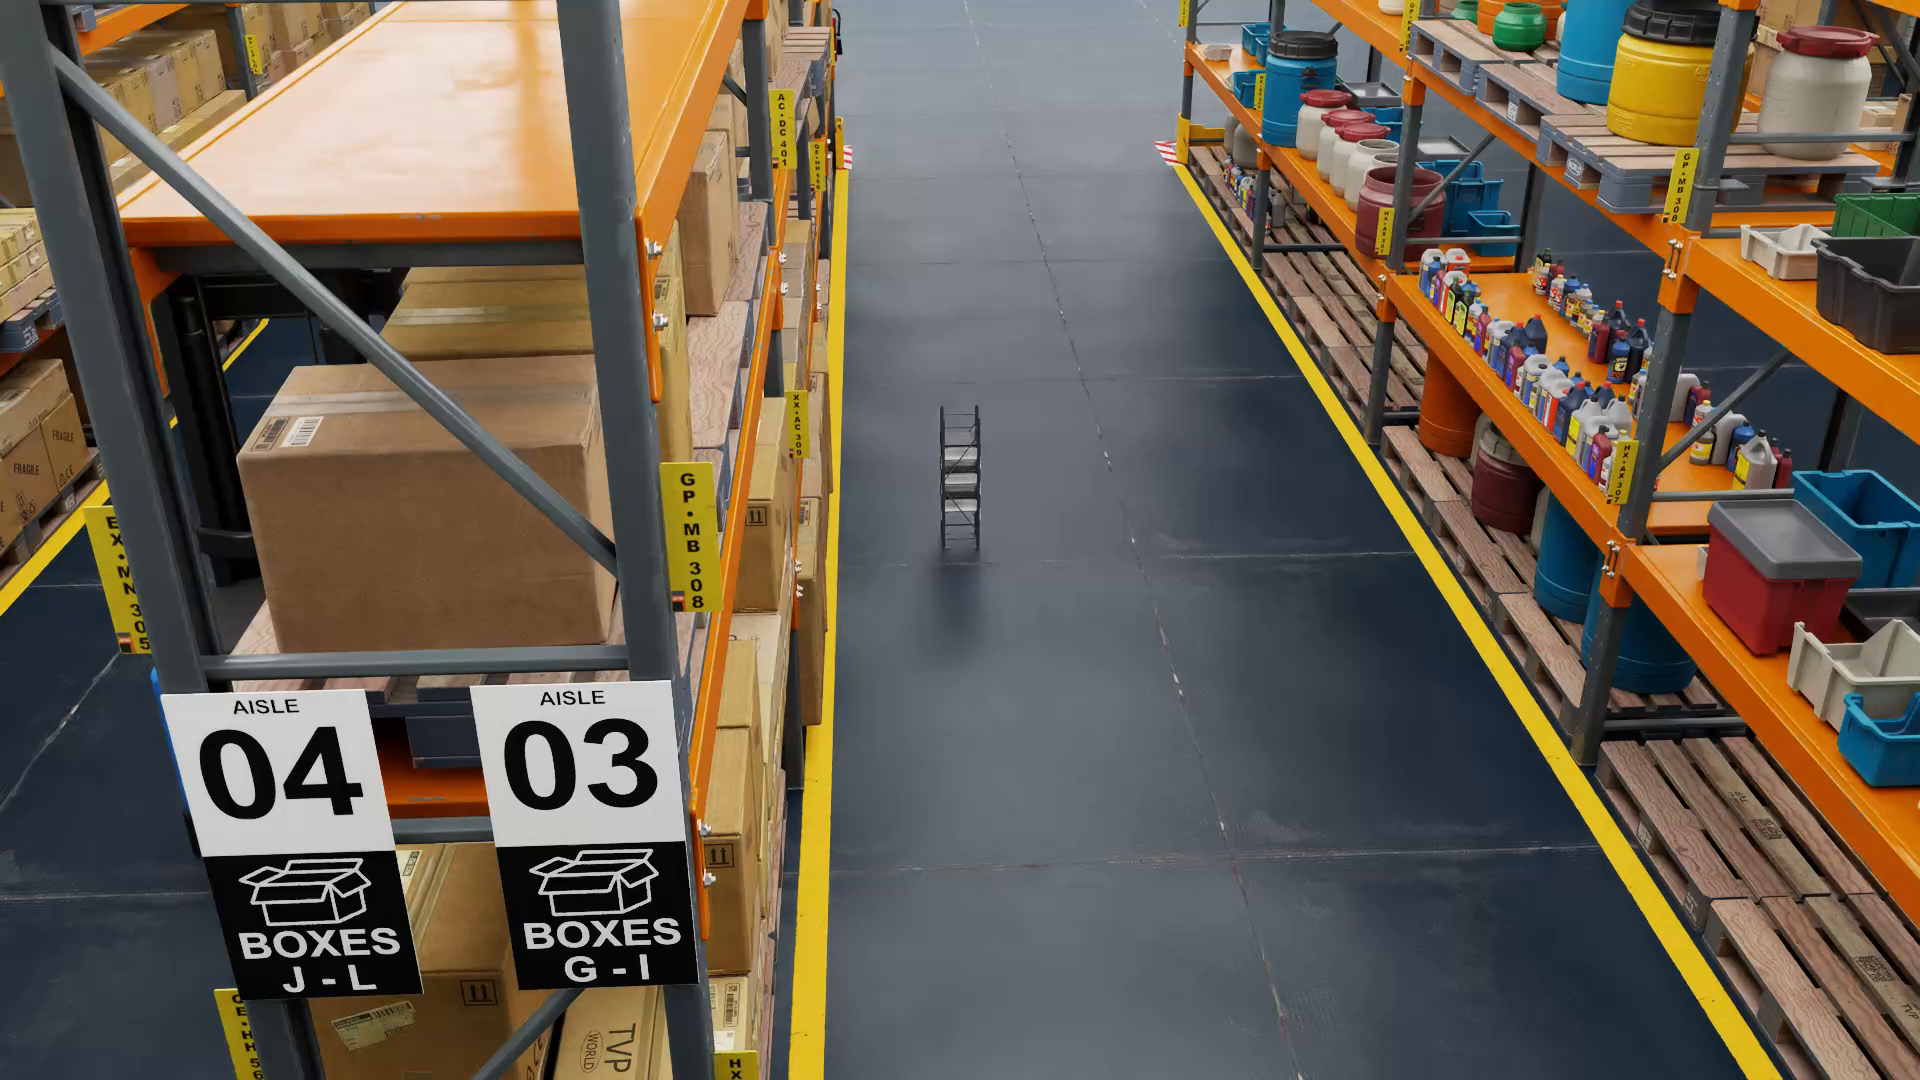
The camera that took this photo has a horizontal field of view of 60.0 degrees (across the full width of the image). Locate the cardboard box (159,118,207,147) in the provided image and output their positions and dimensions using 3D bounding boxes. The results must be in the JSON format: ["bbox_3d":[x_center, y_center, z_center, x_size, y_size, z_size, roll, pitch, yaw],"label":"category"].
[{"bbox_3d":[-6.314,-3.051,13.247,0.500,0.500,0.500,-1,28,-2],"label":"cardboard box"}]

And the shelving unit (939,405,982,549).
[{"bbox_3d":[0.000,-0.395,10.535,0.258,0.900,0.210,-1,28,-3],"label":"shelving unit"}]

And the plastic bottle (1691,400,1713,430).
[{"bbox_3d":[4.010,-0.654,8.975,0.097,0.201,0.097,0,28,0],"label":"plastic bottle"}]

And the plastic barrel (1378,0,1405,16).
[{"bbox_3d":[3.153,-3.903,11.896,0.301,0.262,0.301,0,28,0],"label":"plastic barrel"}]

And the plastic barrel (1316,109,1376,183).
[{"bbox_3d":[3.113,-3.175,13.446,0.433,0.535,0.433,0,28,0],"label":"plastic barrel"}]

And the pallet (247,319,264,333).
[{"bbox_3d":[-6.545,-2.117,14.580,1.003,0.211,1.213,-1,28,-3],"label":"pallet"}]

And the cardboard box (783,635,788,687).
[{"bbox_3d":[-0.901,0.514,6.792,0.380,0.149,0.250,-1,28,-2],"label":"cardboard box"}]

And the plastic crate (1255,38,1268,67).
[{"bbox_3d":[3.388,-5.158,17.556,0.499,0.251,0.408,-1,28,-3],"label":"plastic crate"}]

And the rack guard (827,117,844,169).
[{"bbox_3d":[-1.907,-4.485,18.808,1.175,0.500,0.348,-1,28,-3],"label":"rack guard"}]

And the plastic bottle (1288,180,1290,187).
[{"bbox_3d":[3.448,-3.781,17.217,0.061,0.283,0.133,-1,28,-3],"label":"plastic bottle"}]

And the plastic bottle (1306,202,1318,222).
[{"bbox_3d":[3.472,-3.300,16.223,0.144,0.351,0.185,-1,28,-3],"label":"plastic bottle"}]

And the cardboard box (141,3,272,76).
[{"bbox_3d":[-6.646,-4.424,14.659,0.875,0.550,0.550,-1,28,-3],"label":"cardboard box"}]

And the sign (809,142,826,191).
[{"bbox_3d":[-0.939,-2.462,10.974,0.100,0.325,0.005,-1,28,-3],"label":"sign"}]

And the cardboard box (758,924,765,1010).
[{"bbox_3d":[-0.808,1.343,5.202,0.380,0.149,0.250,-2,28,-3],"label":"cardboard box"}]

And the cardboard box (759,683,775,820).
[{"bbox_3d":[-0.920,0.755,5.900,0.500,0.250,0.500,-2,28,-4],"label":"cardboard box"}]

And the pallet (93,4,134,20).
[{"bbox_3d":[-6.600,-3.919,11.981,1.003,0.211,1.213,0,28,0],"label":"pallet"}]

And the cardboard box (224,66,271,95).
[{"bbox_3d":[-6.692,-3.944,14.906,0.875,0.550,0.550,-1,28,-3],"label":"cardboard box"}]

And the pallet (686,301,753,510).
[{"bbox_3d":[-1.192,-0.437,5.196,1.003,0.211,1.213,-1,28,-3],"label":"pallet"}]

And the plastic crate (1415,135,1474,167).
[{"bbox_3d":[3.674,-2.835,12.873,0.402,0.464,0.583,-1,28,-3],"label":"plastic crate"}]

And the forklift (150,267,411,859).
[{"bbox_3d":[-3.236,-0.464,8.470,1.130,2.935,3.031,-3,28,-6],"label":"forklift"}]

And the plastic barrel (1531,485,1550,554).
[{"bbox_3d":[3.673,-0.131,9.993,0.421,0.512,0.421,0,28,0],"label":"plastic barrel"}]

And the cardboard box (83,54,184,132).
[{"bbox_3d":[-6.574,-3.495,13.019,0.700,0.500,0.500,-1,28,-2],"label":"cardboard box"}]

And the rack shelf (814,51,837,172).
[{"bbox_3d":[-1.807,-4.385,16.692,1.077,0.370,4.000,-1,28,-3],"label":"rack shelf"}]

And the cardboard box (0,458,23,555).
[{"bbox_3d":[-6.089,-0.157,10.056,0.500,0.500,0.500,-3,28,-5],"label":"cardboard box"}]

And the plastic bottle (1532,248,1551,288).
[{"bbox_3d":[3.900,-1.825,11.131,0.061,0.283,0.133,-1,28,-3],"label":"plastic bottle"}]

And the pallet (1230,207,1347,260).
[{"bbox_3d":[3.251,-2.975,16.226,1.003,0.211,1.213,-1,28,-3],"label":"pallet"}]

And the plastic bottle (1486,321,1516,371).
[{"bbox_3d":[3.225,-1.150,9.845,0.152,0.276,0.135,-1,28,-3],"label":"plastic bottle"}]

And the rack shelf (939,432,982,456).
[{"bbox_3d":[0.000,-0.605,10.425,0.258,0.077,0.200,-1,28,-3],"label":"rack shelf"}]

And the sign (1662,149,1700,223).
[{"bbox_3d":[3.112,-1.527,7.181,0.100,0.325,0.005,-1,28,-3],"label":"sign"}]

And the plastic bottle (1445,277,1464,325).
[{"bbox_3d":[3.138,-1.517,10.541,0.061,0.283,0.133,-1,28,-3],"label":"plastic bottle"}]

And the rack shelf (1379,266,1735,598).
[{"bbox_3d":[3.557,-0.810,9.838,1.077,0.370,4.000,-1,28,-3],"label":"rack shelf"}]

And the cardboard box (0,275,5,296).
[{"bbox_3d":[-5.927,-1.490,9.858,0.380,0.149,0.250,-1,28,-3],"label":"cardboard box"}]

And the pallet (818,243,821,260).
[{"bbox_3d":[-1.773,-2.854,15.993,1.003,0.211,1.213,-1,28,-3],"label":"pallet"}]

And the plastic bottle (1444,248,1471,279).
[{"bbox_3d":[3.305,-1.794,11.080,0.152,0.276,0.135,-1,28,-3],"label":"plastic bottle"}]

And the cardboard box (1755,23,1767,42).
[{"bbox_3d":[7.911,-4.940,16.169,0.380,0.149,0.250,-2,28,-3],"label":"cardboard box"}]

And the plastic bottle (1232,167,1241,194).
[{"bbox_3d":[2.842,-3.684,17.044,0.097,0.271,0.097,0,28,0],"label":"plastic bottle"}]

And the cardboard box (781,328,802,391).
[{"bbox_3d":[-1.112,-0.812,8.956,0.500,0.500,0.500,-2,28,-4],"label":"cardboard box"}]

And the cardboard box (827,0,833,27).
[{"bbox_3d":[-1.764,-5.322,17.280,0.875,0.500,0.500,-1,28,-3],"label":"cardboard box"}]

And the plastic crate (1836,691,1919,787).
[{"bbox_3d":[3.507,0.747,6.191,0.416,0.233,0.300,-1,28,-3],"label":"plastic crate"}]

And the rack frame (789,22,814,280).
[{"bbox_3d":[-1.493,-1.933,11.213,1.000,3.000,0.127,-1,28,-3],"label":"rack frame"}]

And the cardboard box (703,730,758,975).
[{"bbox_3d":[-0.857,0.904,4.803,0.500,0.500,0.500,-2,28,-4],"label":"cardboard box"}]

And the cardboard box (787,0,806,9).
[{"bbox_3d":[-1.261,-3.753,10.809,0.500,0.500,0.500,-1,28,-2],"label":"cardboard box"}]

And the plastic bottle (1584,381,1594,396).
[{"bbox_3d":[3.397,-0.736,9.057,0.097,0.271,0.097,0,28,0],"label":"plastic bottle"}]

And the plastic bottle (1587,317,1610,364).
[{"bbox_3d":[3.825,-1.208,9.949,0.061,0.283,0.133,-1,28,-3],"label":"plastic bottle"}]

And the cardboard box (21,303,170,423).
[{"bbox_3d":[-6.394,-1.332,12.040,1.050,0.750,0.750,-2,28,-3],"label":"cardboard box"}]

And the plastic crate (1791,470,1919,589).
[{"bbox_3d":[4.027,-0.018,7.493,0.392,0.384,0.575,-1,28,-3],"label":"plastic crate"}]

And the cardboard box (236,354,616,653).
[{"bbox_3d":[-1.156,-0.083,3.751,0.700,0.500,0.500,-3,28,-6],"label":"cardboard box"}]

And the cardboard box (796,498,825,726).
[{"bbox_3d":[-1.338,0.375,8.632,1.225,0.875,0.875,-1,28,-2],"label":"cardboard box"}]

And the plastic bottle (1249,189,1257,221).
[{"bbox_3d":[2.913,-3.300,16.222,0.144,0.351,0.185,-3,28,-5],"label":"plastic bottle"}]

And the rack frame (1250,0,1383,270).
[{"bbox_3d":[3.244,-3.900,14.984,1.000,3.000,0.127,-1,28,-3],"label":"rack frame"}]

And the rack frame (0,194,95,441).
[{"bbox_3d":[-6.452,-1.860,11.073,1.000,3.000,0.127,-1,28,-3],"label":"rack frame"}]

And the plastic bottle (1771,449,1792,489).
[{"bbox_3d":[4.069,-0.334,8.272,0.061,0.283,0.133,-1,28,-3],"label":"plastic bottle"}]

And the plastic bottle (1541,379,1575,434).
[{"bbox_3d":[3.273,-0.727,9.034,0.152,0.276,0.135,-1,28,-3],"label":"plastic bottle"}]

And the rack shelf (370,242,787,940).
[{"bbox_3d":[-1.180,-0.174,5.373,1.077,0.370,4.000,-1,28,-3],"label":"rack shelf"}]

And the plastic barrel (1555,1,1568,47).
[{"bbox_3d":[3.655,-3.016,9.741,0.301,0.262,0.301,0,28,0],"label":"plastic barrel"}]

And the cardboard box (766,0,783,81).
[{"bbox_3d":[-1.257,-2.818,9.103,0.500,0.500,0.500,0,28,0],"label":"cardboard box"}]
